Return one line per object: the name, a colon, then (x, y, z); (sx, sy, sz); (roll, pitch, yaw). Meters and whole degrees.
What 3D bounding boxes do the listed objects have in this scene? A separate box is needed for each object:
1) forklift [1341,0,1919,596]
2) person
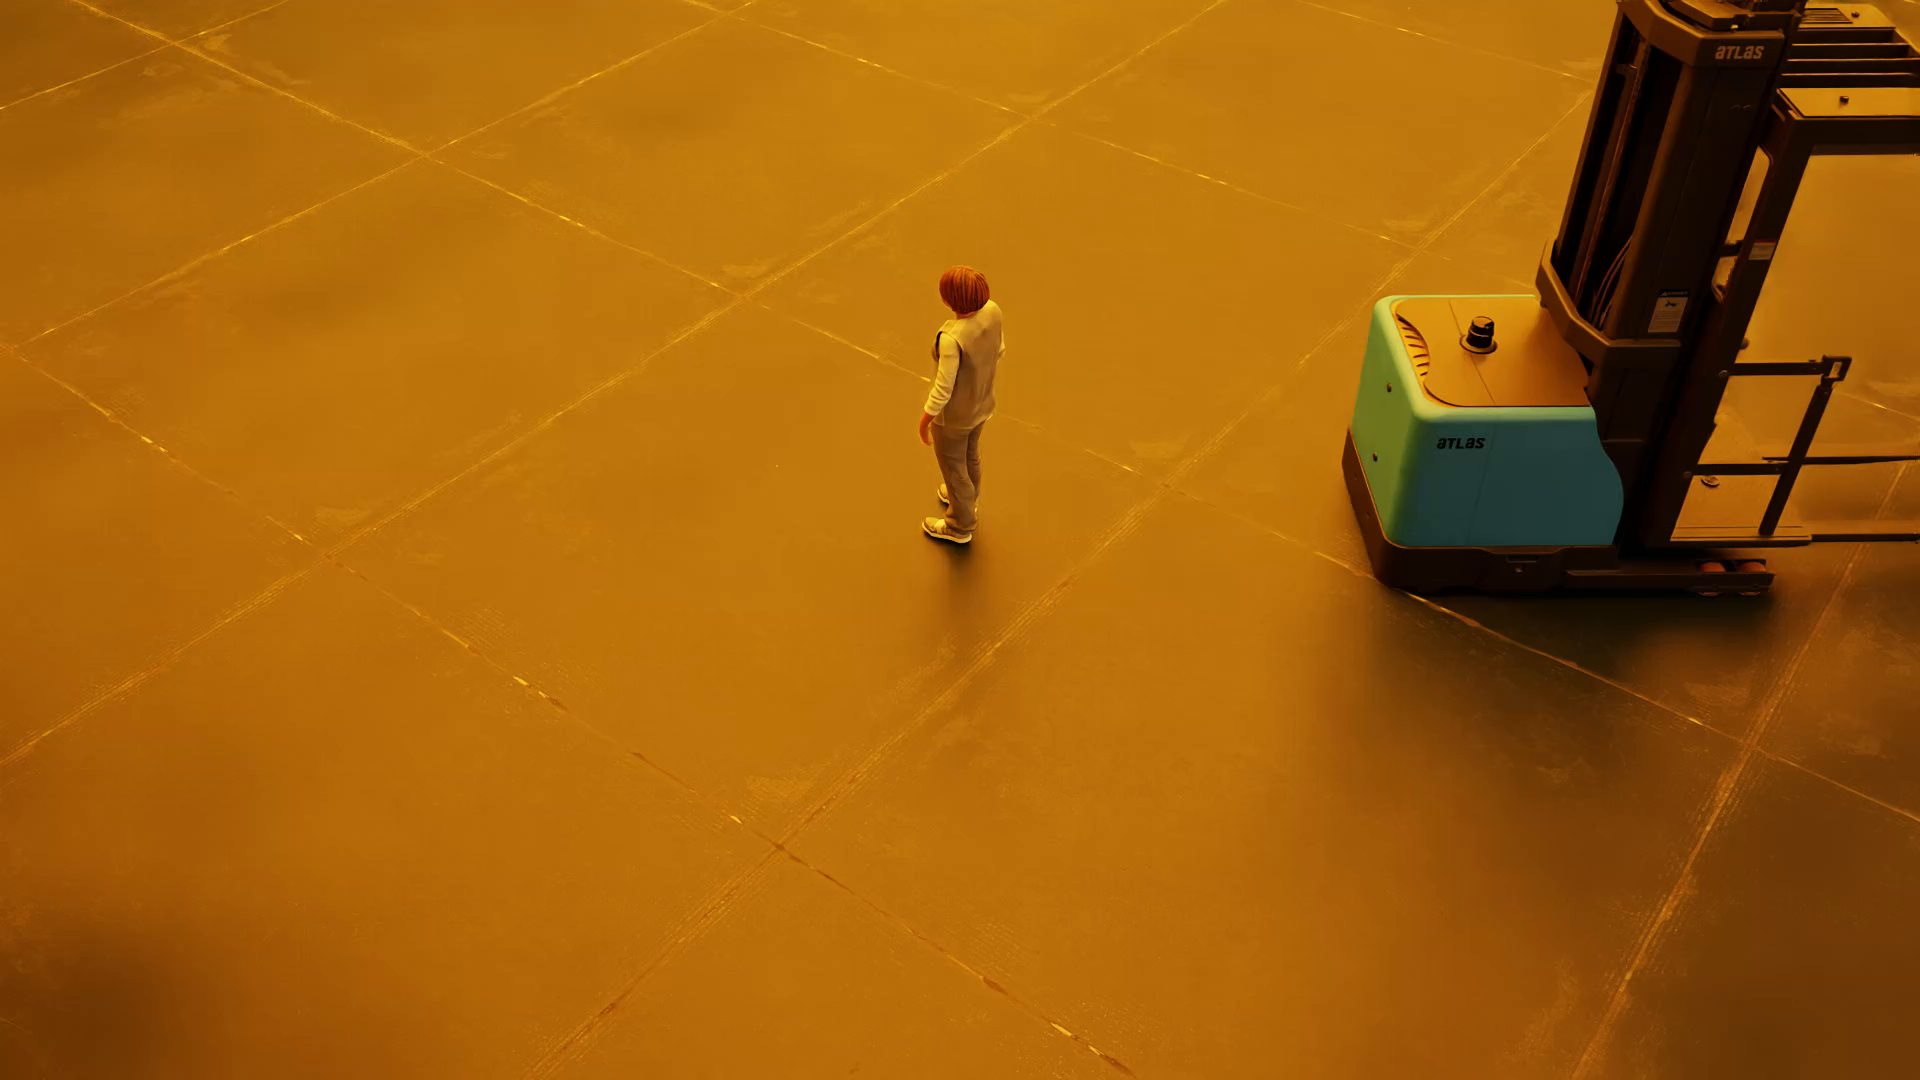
forklift: (3.513, -1.191, 7.471); (3.031, 2.935, 1.130); (-1, 40, -1)
person: (-0.051, -0.649, 7.854); (0.473, 1.599, 0.521); (26, 47, 28)
